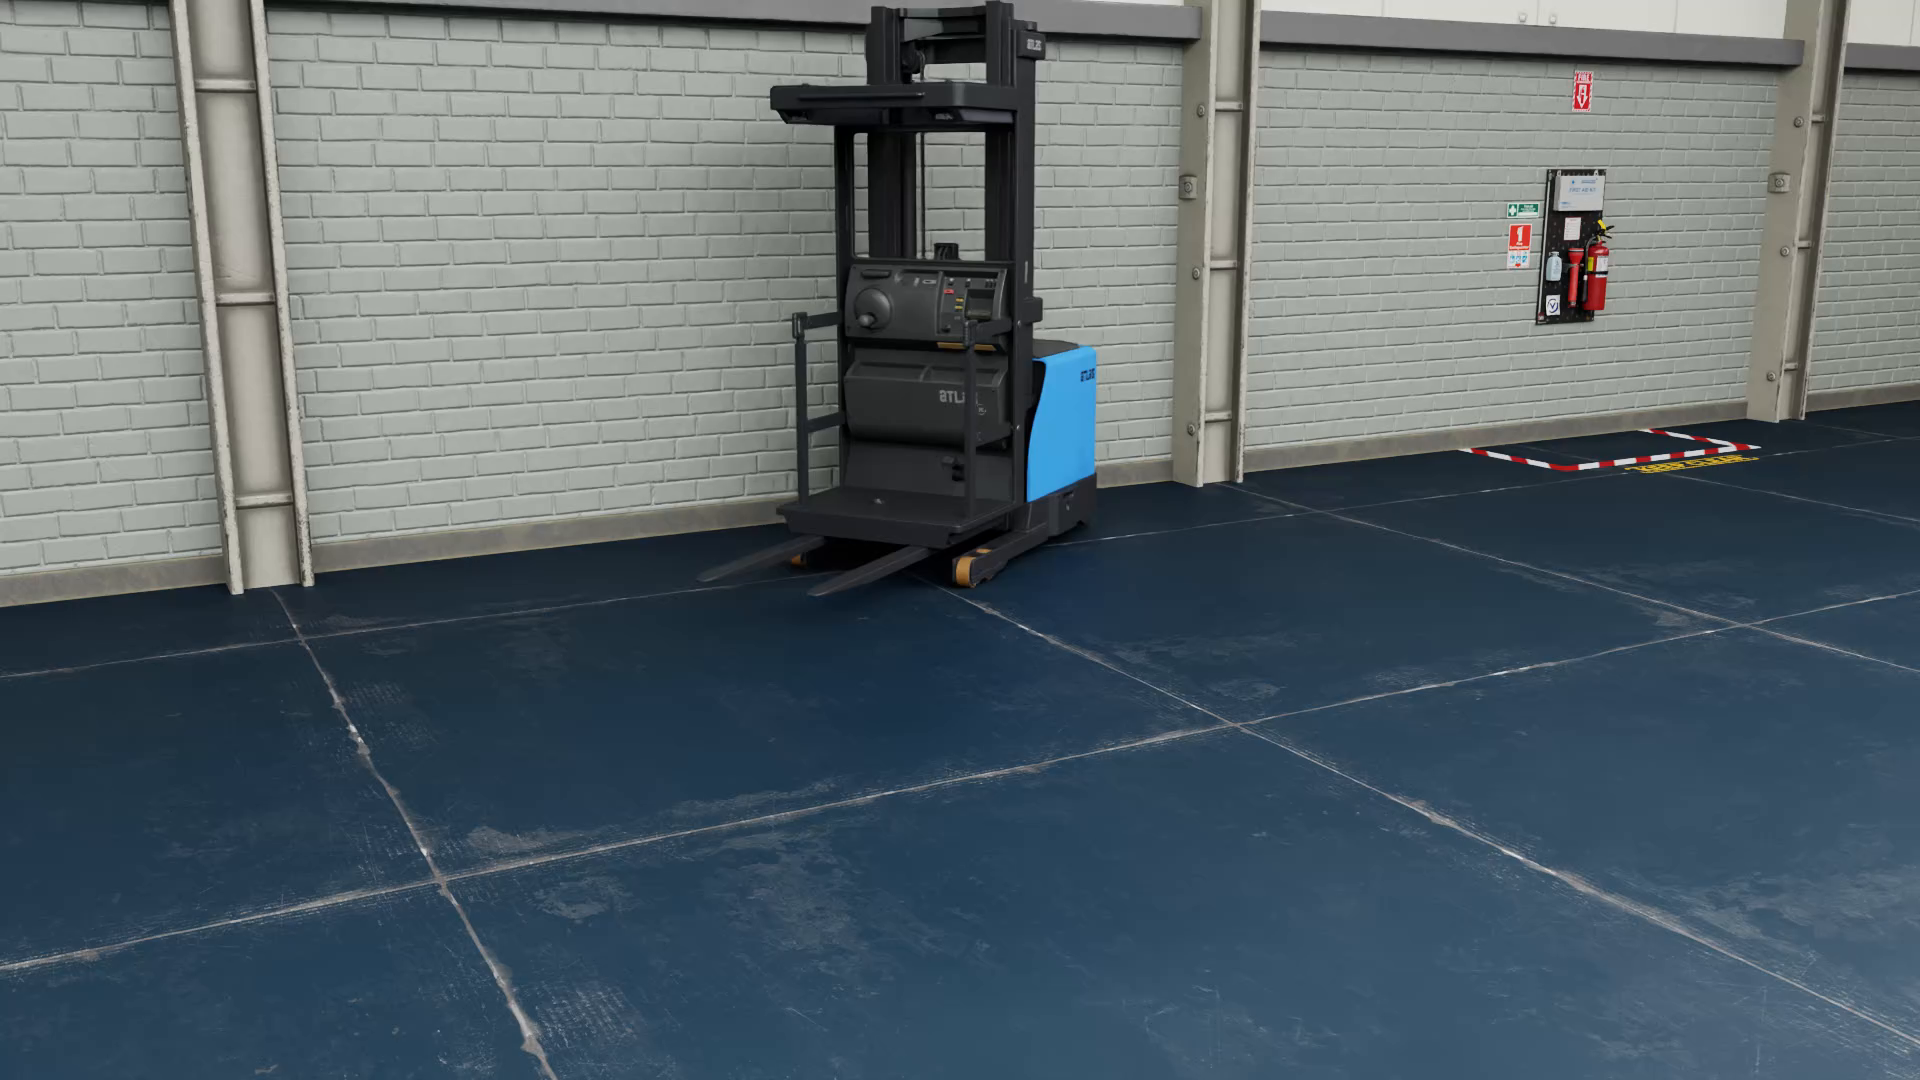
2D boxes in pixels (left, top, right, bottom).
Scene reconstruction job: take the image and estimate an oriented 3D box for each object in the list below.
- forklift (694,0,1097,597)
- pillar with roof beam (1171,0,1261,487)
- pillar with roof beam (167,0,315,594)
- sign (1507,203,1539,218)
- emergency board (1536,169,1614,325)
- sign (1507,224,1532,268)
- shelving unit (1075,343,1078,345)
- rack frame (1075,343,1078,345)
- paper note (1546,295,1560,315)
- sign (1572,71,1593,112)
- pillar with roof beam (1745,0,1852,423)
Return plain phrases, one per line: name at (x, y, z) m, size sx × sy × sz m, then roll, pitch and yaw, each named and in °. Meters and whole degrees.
forklift at (-0.278, -1.293, 8.678) m, size 1.130 × 2.935 × 3.031 m, roll 6°, pitch 14°, yaw 25°
pillar with roof beam at (3.756, -3.967, 6.742) m, size 0.400 × 9.000 × 9.100 m, roll -7°, pitch 14°, yaw -28°
pillar with roof beam at (-1.511, -3.336, 3.937) m, size 0.400 × 9.000 × 9.100 m, roll -7°, pitch 14°, yaw -28°
sign at (4.245, -2.485, 12.531) m, size 0.331 × 0.109 × 0.001 m, roll -7°, pitch 14°, yaw -28°
emergency board at (4.772, -2.249, 12.769) m, size 0.643 × 1.169 × 0.194 m, roll -7°, pitch 14°, yaw -28°
sign at (4.237, -2.228, 12.595) m, size 0.234 × 0.329 × 0.001 m, roll -7°, pitch 14°, yaw -28°
shelving unit at (0.562, -0.696, 10.310) m, size 0.252 × 1.050 × 0.215 m, roll -10°, pitch 16°, yaw -37°
rack frame at (0.658, -0.712, 10.382) m, size 0.008 × 1.050 × 0.200 m, roll -10°, pitch 16°, yaw -37°
paper note at (4.583, -1.814, 12.842) m, size 0.142 × 0.148 × 0.016 m, roll -7°, pitch 14°, yaw -28°
sign at (4.717, -3.398, 12.596) m, size 0.199 × 0.298 × 0.001 m, roll -7°, pitch 14°, yaw -28°
pillar with roof beam at (9.022, -4.598, 9.547) m, size 0.400 × 9.000 × 9.100 m, roll -7°, pitch 14°, yaw -28°
